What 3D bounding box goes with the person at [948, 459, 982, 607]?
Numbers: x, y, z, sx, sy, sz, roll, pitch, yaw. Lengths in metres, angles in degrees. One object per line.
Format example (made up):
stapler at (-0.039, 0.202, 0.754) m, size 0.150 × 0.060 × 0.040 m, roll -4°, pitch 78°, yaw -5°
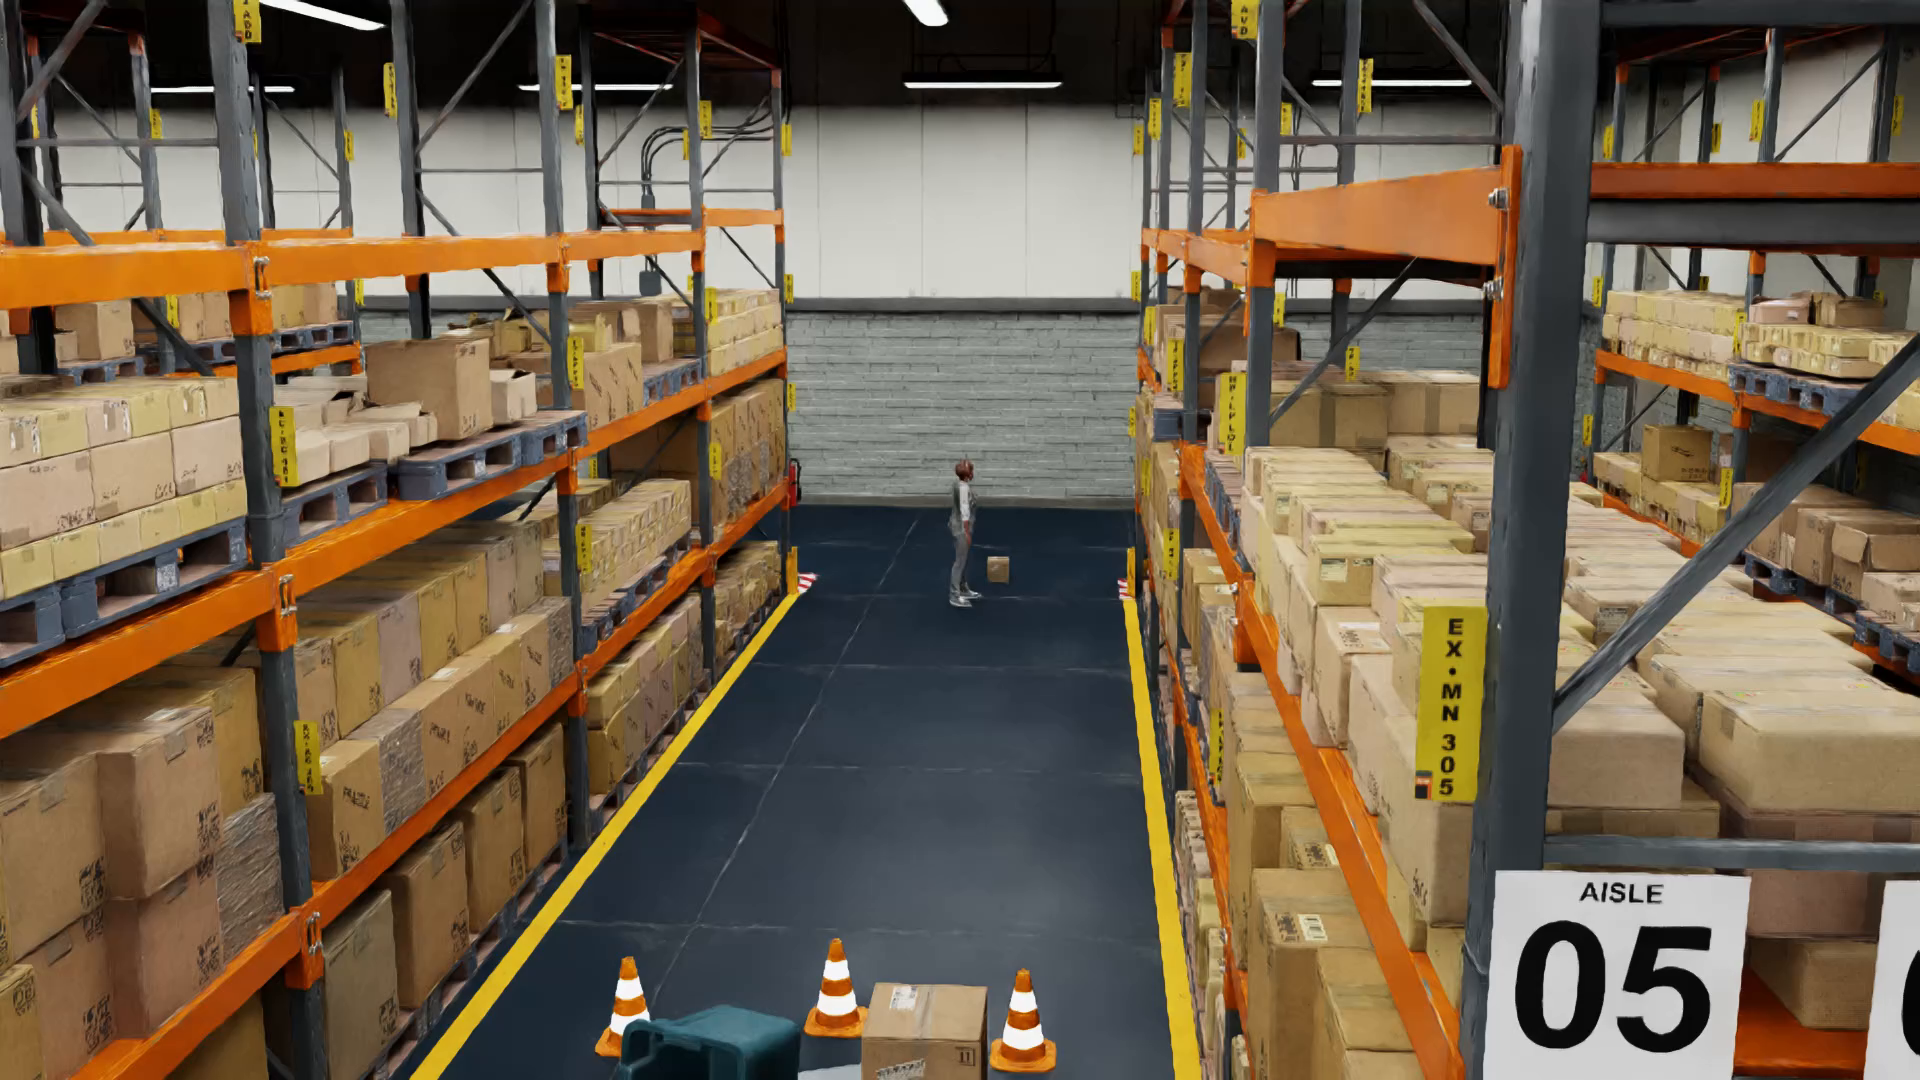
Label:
person at (0.063, -0.043, 18.311) m, size 0.406 × 1.500 × 0.506 m, roll -1°, pitch 11°, yaw -8°
